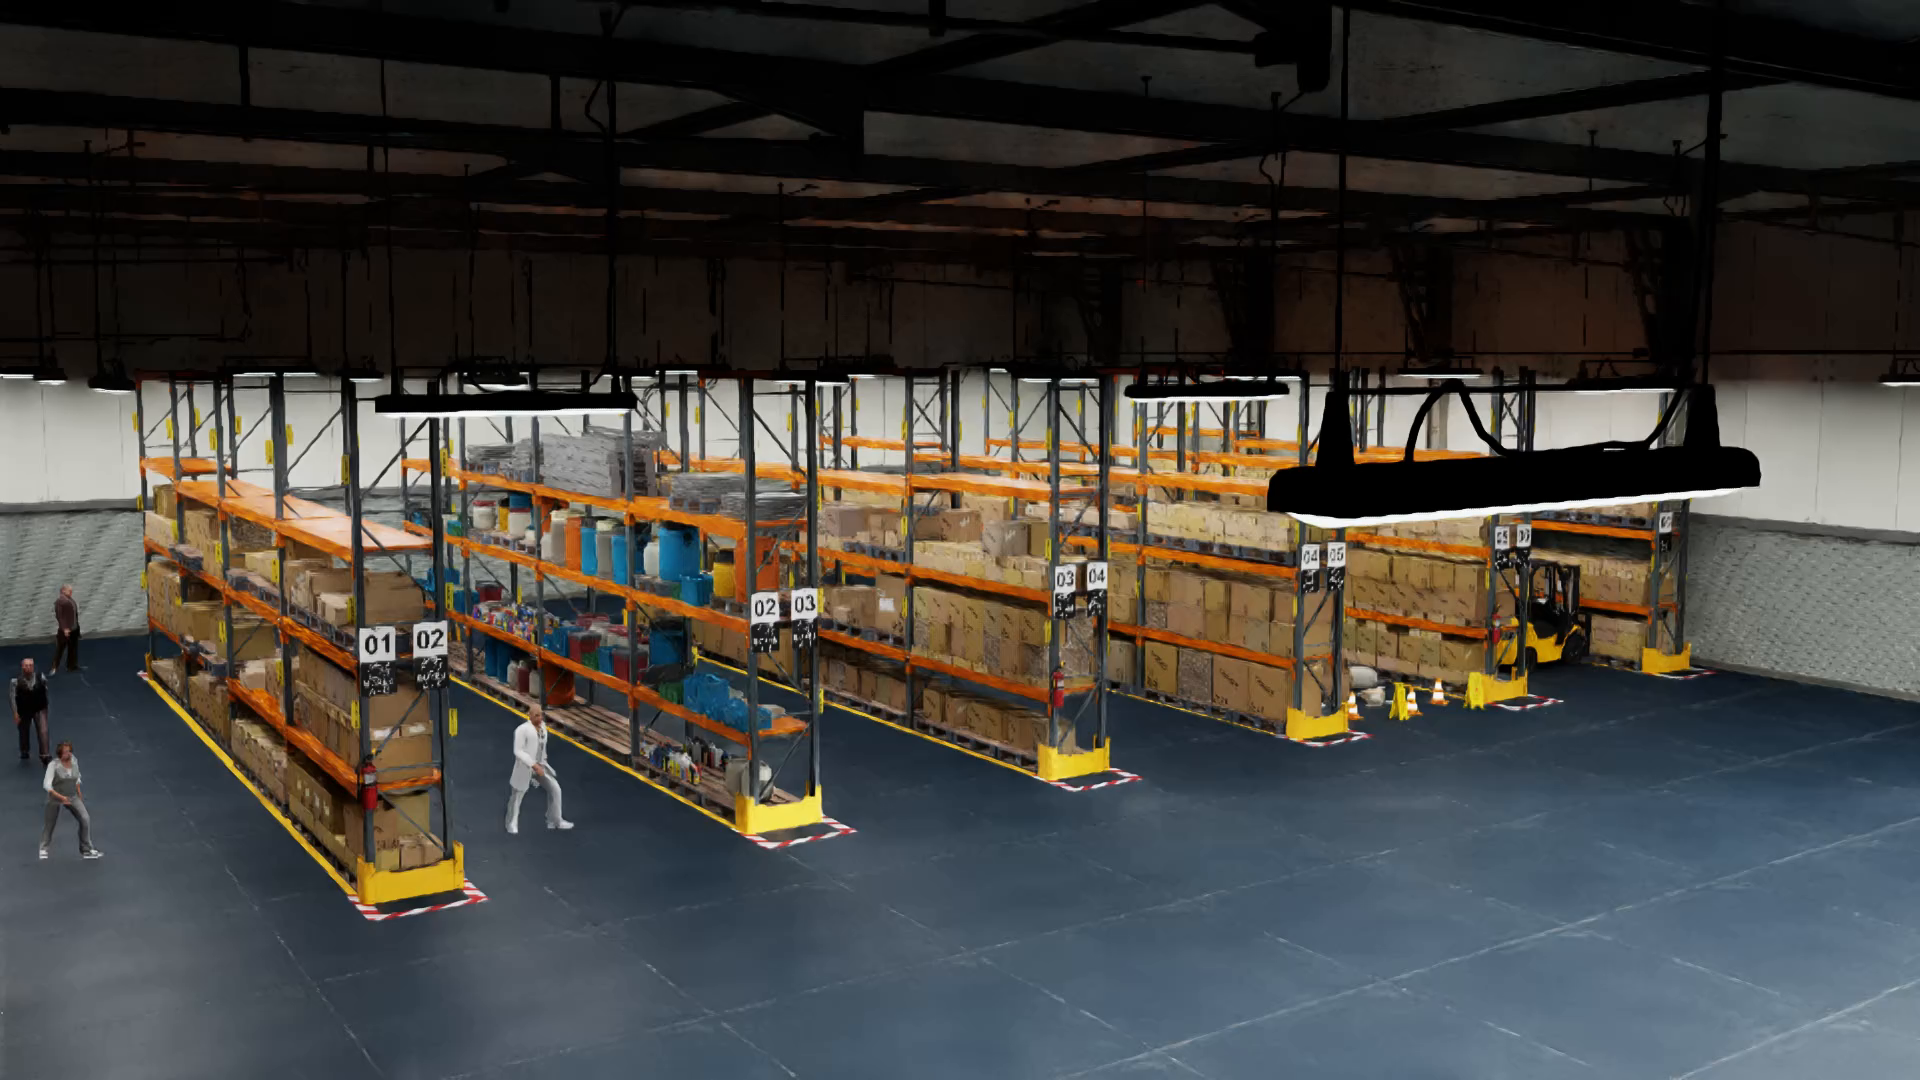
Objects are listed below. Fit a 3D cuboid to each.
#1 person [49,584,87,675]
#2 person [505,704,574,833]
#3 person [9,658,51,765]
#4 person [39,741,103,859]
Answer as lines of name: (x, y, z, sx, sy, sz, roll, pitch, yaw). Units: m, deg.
person: (-17.680, 1.752, 32.793, 0.493, 1.776, 0.744, 0, 6, 4)
person: (-5.643, 2.999, 21.909, 0.836, 1.723, 0.709, 5, 8, 35)
person: (-14.279, 2.618, 25.536, 0.546, 1.643, 1.105, -5, 8, -35)
person: (-11.166, 3.227, 20.724, 0.780, 1.528, 0.568, 5, 8, 37)
